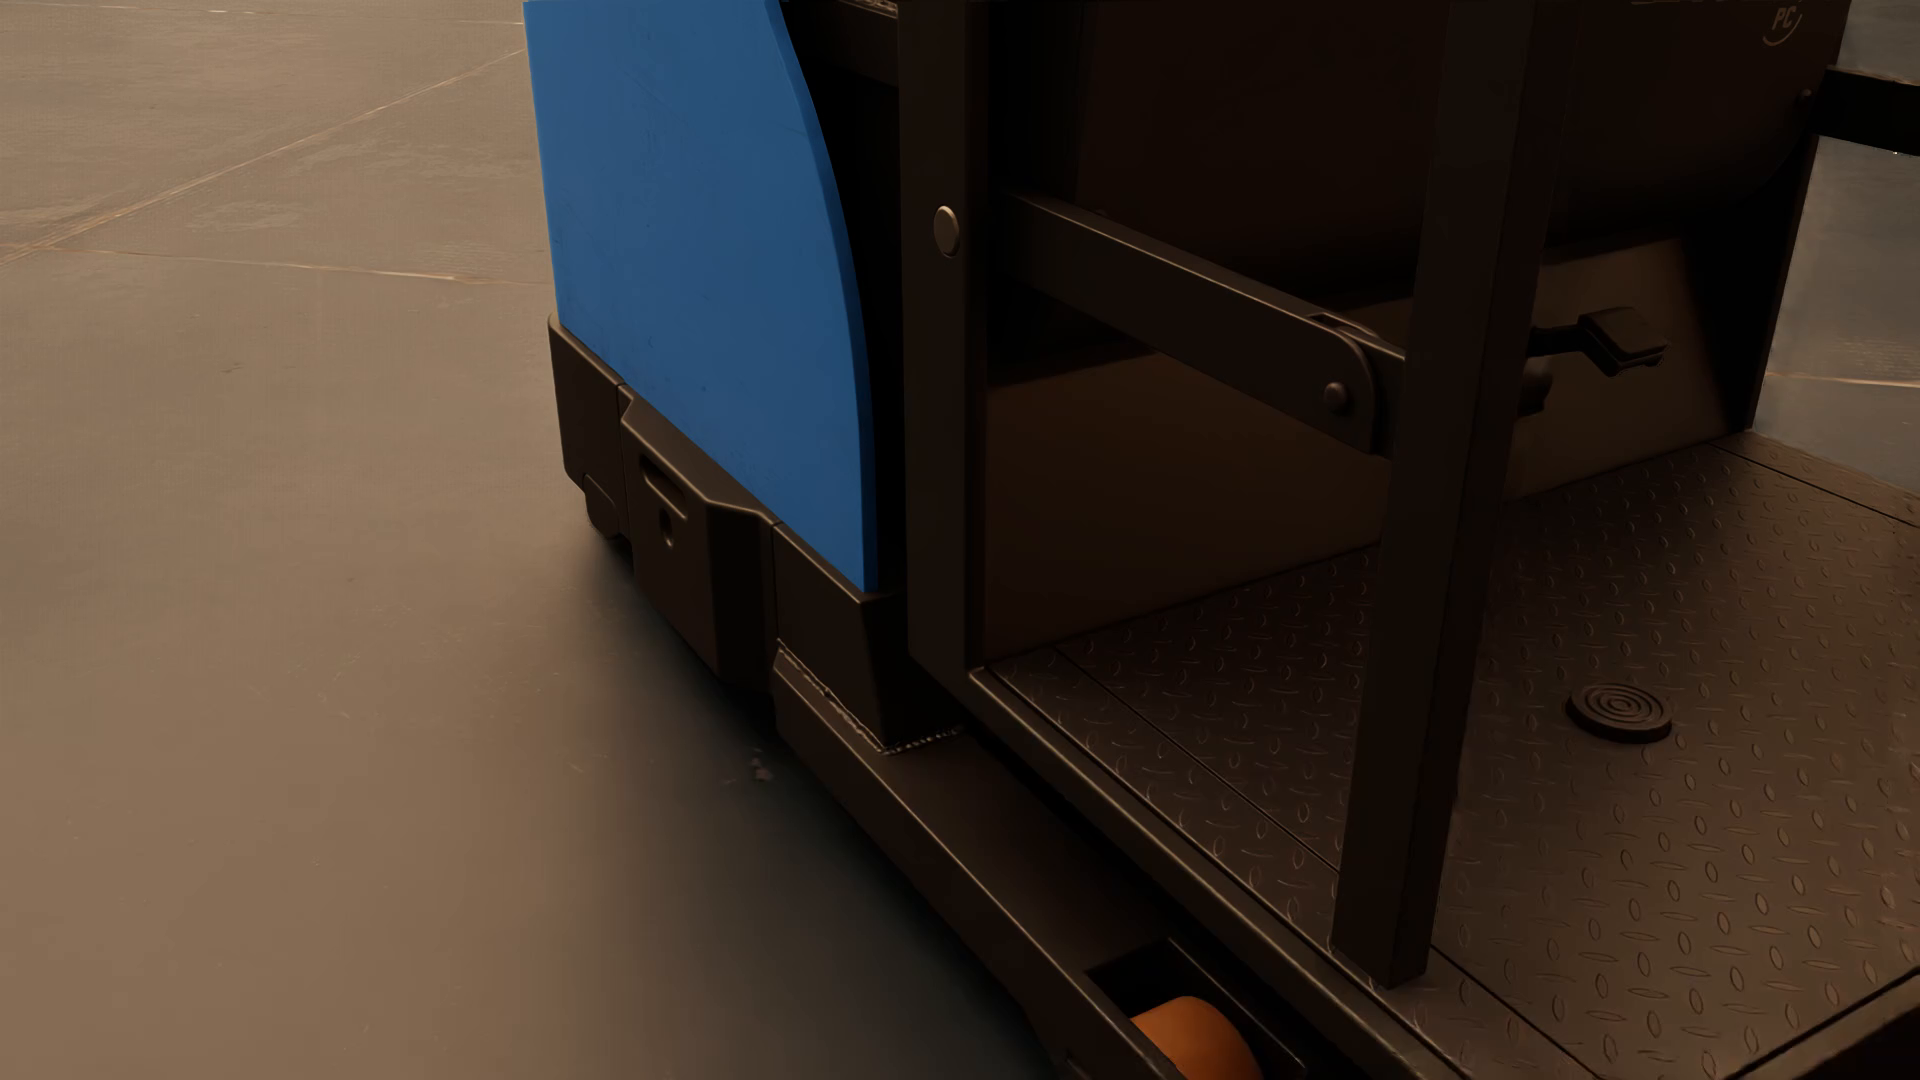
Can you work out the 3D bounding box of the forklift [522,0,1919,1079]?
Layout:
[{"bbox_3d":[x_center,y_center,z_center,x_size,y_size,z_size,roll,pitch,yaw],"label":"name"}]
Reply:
[{"bbox_3d":[0.573,-0.917,1.063,1.130,2.935,3.031,-15,30,-27],"label":"forklift"}]
